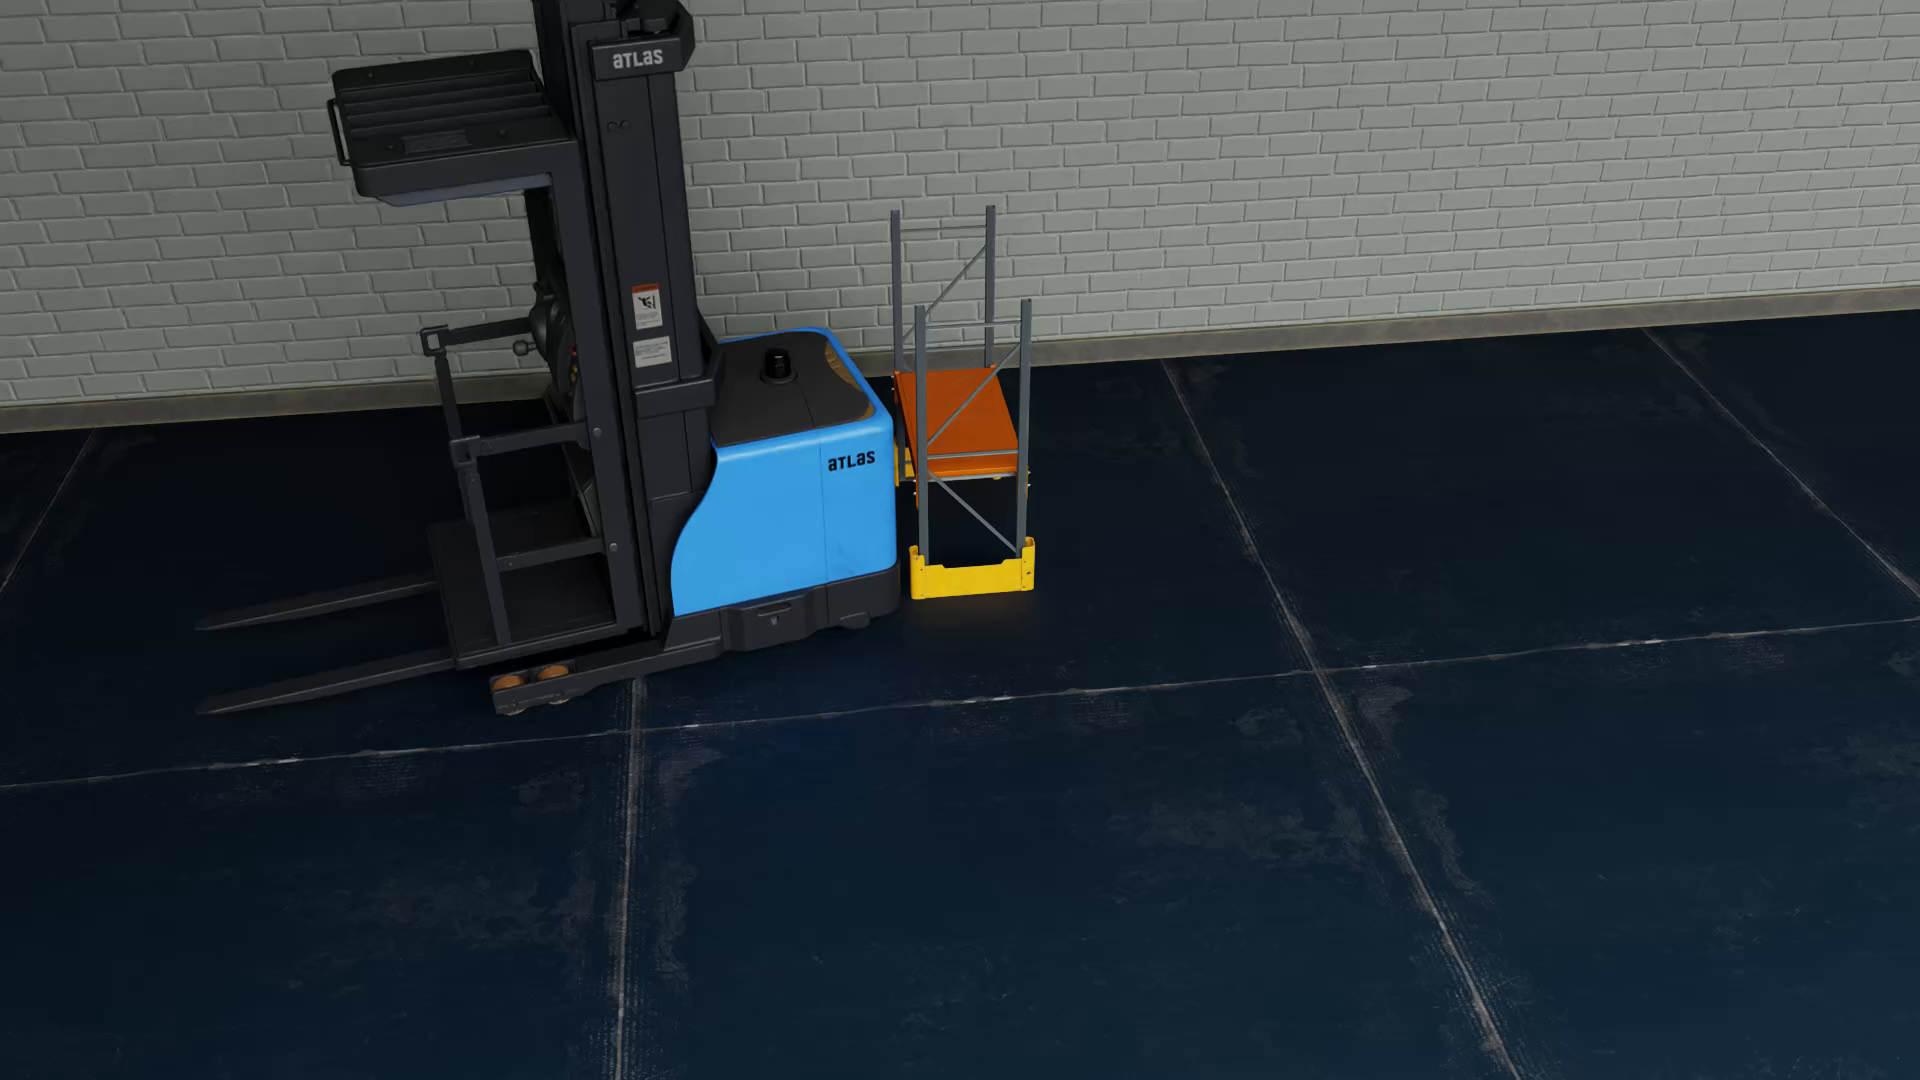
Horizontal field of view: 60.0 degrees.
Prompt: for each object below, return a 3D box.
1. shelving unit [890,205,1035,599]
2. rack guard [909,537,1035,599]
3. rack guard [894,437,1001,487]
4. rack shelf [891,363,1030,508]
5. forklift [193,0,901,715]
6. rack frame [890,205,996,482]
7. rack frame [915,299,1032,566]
[{"bbox_3d":[-0.010,-0.662,7.890,0.587,1.500,1.083,-4,35,-6],"label":"shelving unit"},{"bbox_3d":[0.057,0.132,7.834,0.587,0.250,0.087,-4,35,-6],"label":"rack guard"},{"bbox_3d":[-0.077,-0.424,8.650,0.587,0.250,0.087,-4,35,-6],"label":"rack guard"},{"bbox_3d":[-0.011,-0.519,7.999,0.538,0.185,1.000,-4,35,-6],"label":"rack shelf"},{"bbox_3d":[-1.844,-0.798,6.819,3.031,2.935,1.130,-12,36,-17],"label":"forklift"},{"bbox_3d":[-0.080,-0.951,8.314,0.500,1.500,0.032,-4,35,-6],"label":"rack frame"},{"bbox_3d":[0.057,-0.384,7.481,0.500,1.500,0.032,-4,35,-6],"label":"rack frame"}]
